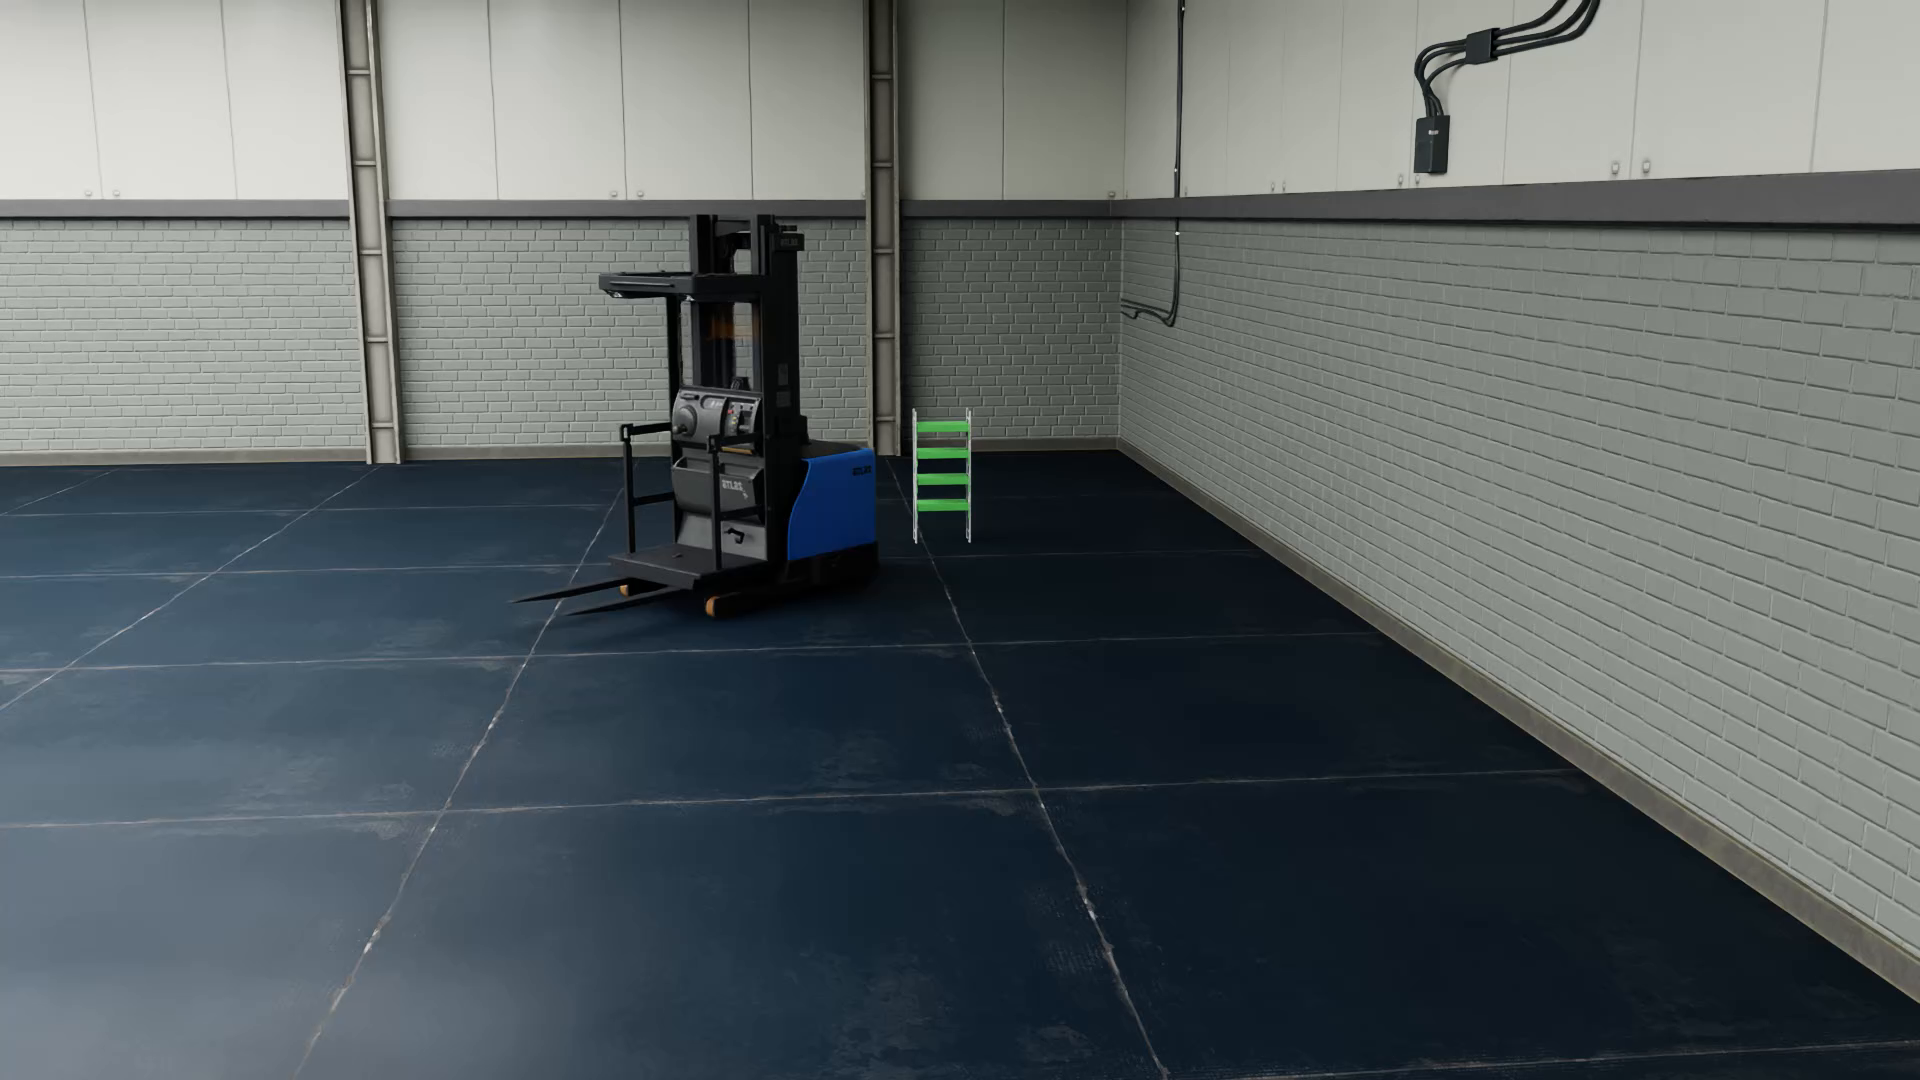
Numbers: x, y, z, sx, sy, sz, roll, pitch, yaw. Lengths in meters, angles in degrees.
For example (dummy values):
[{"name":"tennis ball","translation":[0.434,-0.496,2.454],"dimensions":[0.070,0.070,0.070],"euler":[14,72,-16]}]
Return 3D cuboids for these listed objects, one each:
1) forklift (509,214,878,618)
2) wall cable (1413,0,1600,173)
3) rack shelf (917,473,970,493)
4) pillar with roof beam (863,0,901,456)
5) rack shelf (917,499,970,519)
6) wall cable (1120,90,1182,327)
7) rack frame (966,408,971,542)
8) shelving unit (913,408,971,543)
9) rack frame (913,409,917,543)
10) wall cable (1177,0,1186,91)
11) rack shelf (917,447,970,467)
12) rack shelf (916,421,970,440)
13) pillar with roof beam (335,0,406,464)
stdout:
[{"name":"forklift","translation":[-2.001,-0.968,12.573],"dimensions":[1.130,2.935,3.031],"euler":[9,14,39]},{"name":"wall cable","translation":[3.141,-5.136,9.231],"dimensions":[0.169,6.003,2.305],"euler":[-1,11,-6]},{"name":"rack shelf","translation":[-0.165,-0.523,15.129],"dimensions":[0.480,0.148,0.258],"euler":[-1,11,-6]},{"name":"pillar with roof beam","translation":[-0.475,-4.655,15.600],"dimensions":[0.400,9.000,9.100],"euler":[-1,11,-6]},{"name":"rack shelf","translation":[-0.165,-0.287,15.175],"dimensions":[0.480,0.148,0.258],"euler":[-1,11,-6]},{"name":"wall cable","translation":[2.131,-3.765,19.121],"dimensions":[0.112,2.526,3.097],"euler":[-1,11,-6]},{"name":"rack frame","translation":[0.078,-0.590,15.143],"dimensions":[0.015,1.200,0.240],"euler":[-1,11,-6]},{"name":"shelving unit","translation":[-0.165,-0.585,15.117],"dimensions":[0.503,1.200,0.258],"euler":[-1,11,-6]},{"name":"rack frame","translation":[-0.407,-0.580,15.091],"dimensions":[0.015,1.200,0.240],"euler":[-1,11,-6]},{"name":"wall cable","translation":[2.423,-5.724,15.995],"dimensions":[0.112,2.526,3.097],"euler":[-1,11,-6]},{"name":"rack shelf","translation":[-0.165,-0.758,15.083],"dimensions":[0.480,0.148,0.258],"euler":[-1,11,-6]},{"name":"rack shelf","translation":[-0.165,-0.994,15.036],"dimensions":[0.480,0.148,0.258],"euler":[-1,11,-6]},{"name":"pillar with roof beam","translation":[-6.440,-4.530,14.964],"dimensions":[0.400,9.000,9.100],"euler":[-1,11,-6]}]
